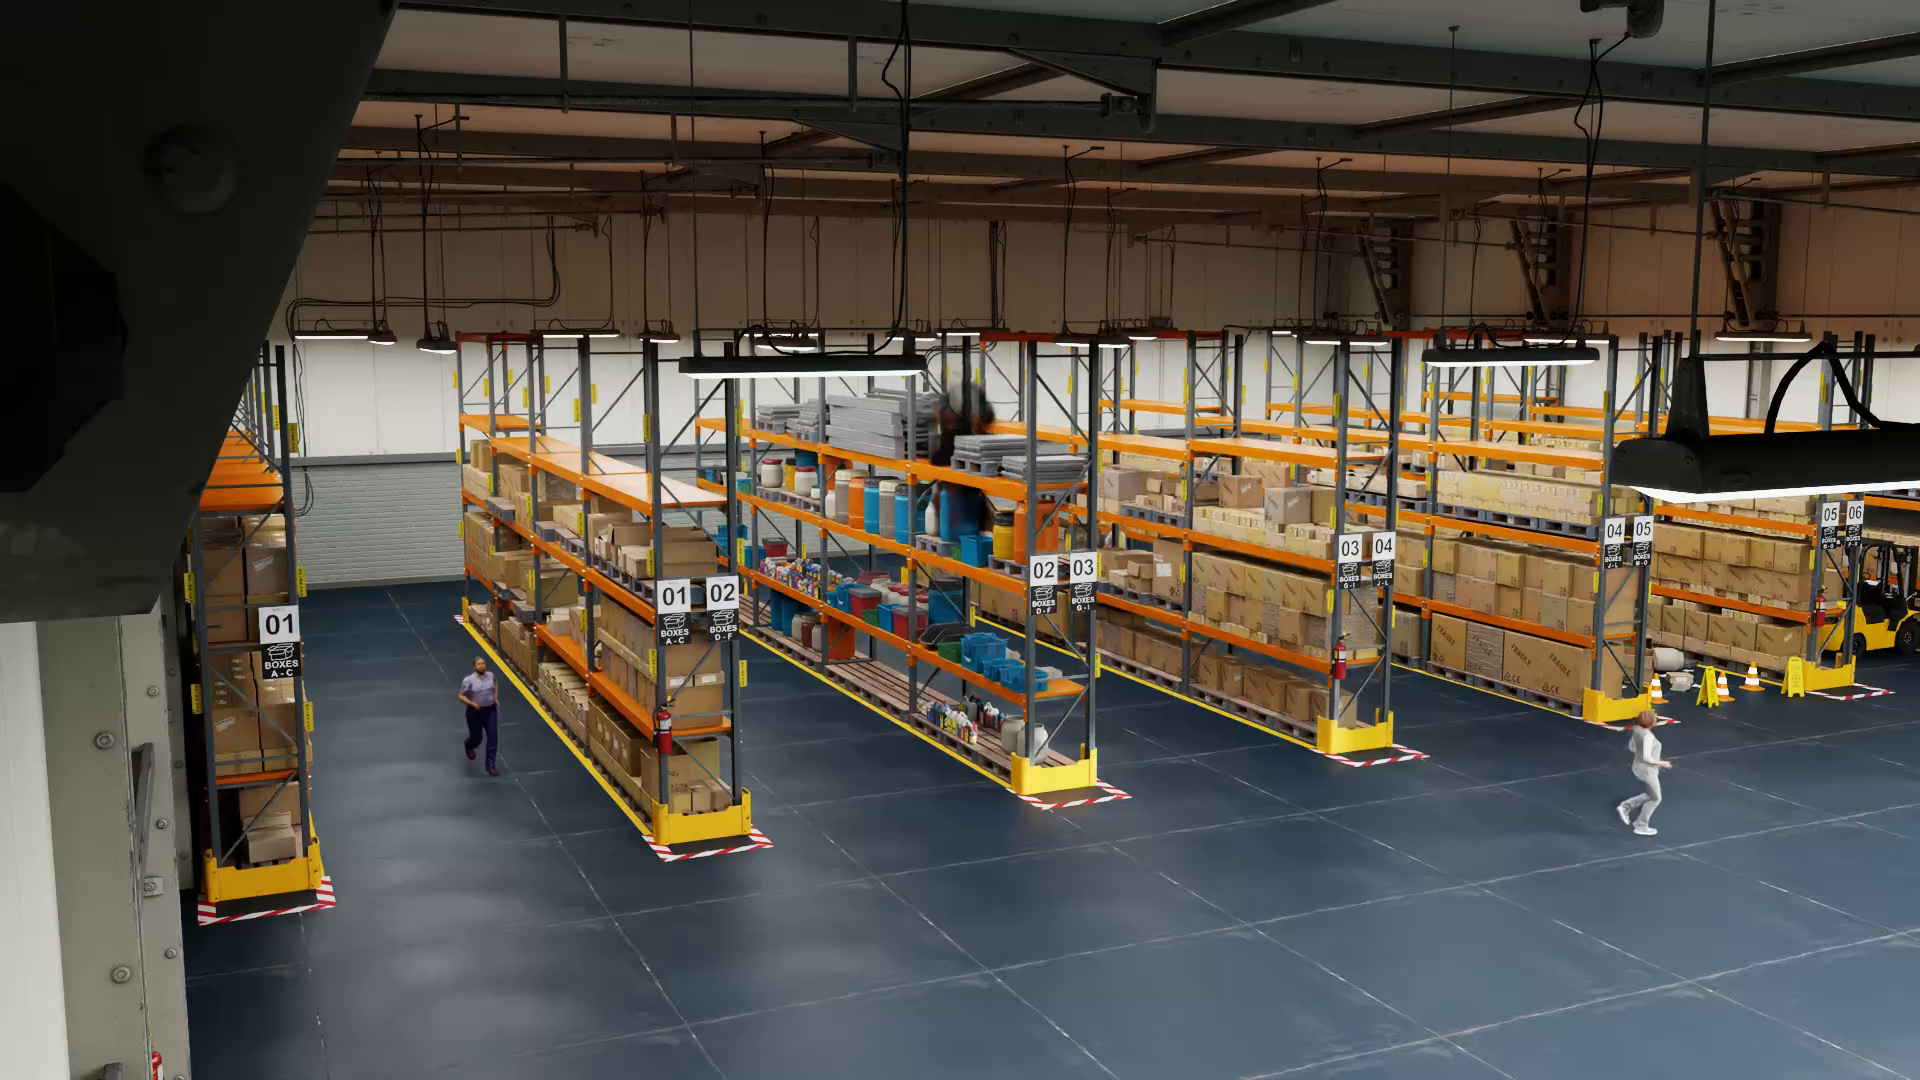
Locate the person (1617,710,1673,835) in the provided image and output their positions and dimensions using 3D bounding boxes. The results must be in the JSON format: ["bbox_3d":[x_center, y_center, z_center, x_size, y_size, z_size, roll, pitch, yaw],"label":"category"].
[{"bbox_3d":[8.367,2.837,20.306,0.560,1.550,0.532,1,8,5],"label":"person"}]

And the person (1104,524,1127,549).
[{"bbox_3d":[3.503,0.437,37.092,0.674,1.783,0.990,-4,9,-28],"label":"person"}]

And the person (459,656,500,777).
[{"bbox_3d":[-6.660,2.420,23.144,0.607,1.640,0.849,-5,9,-35],"label":"person"}]
